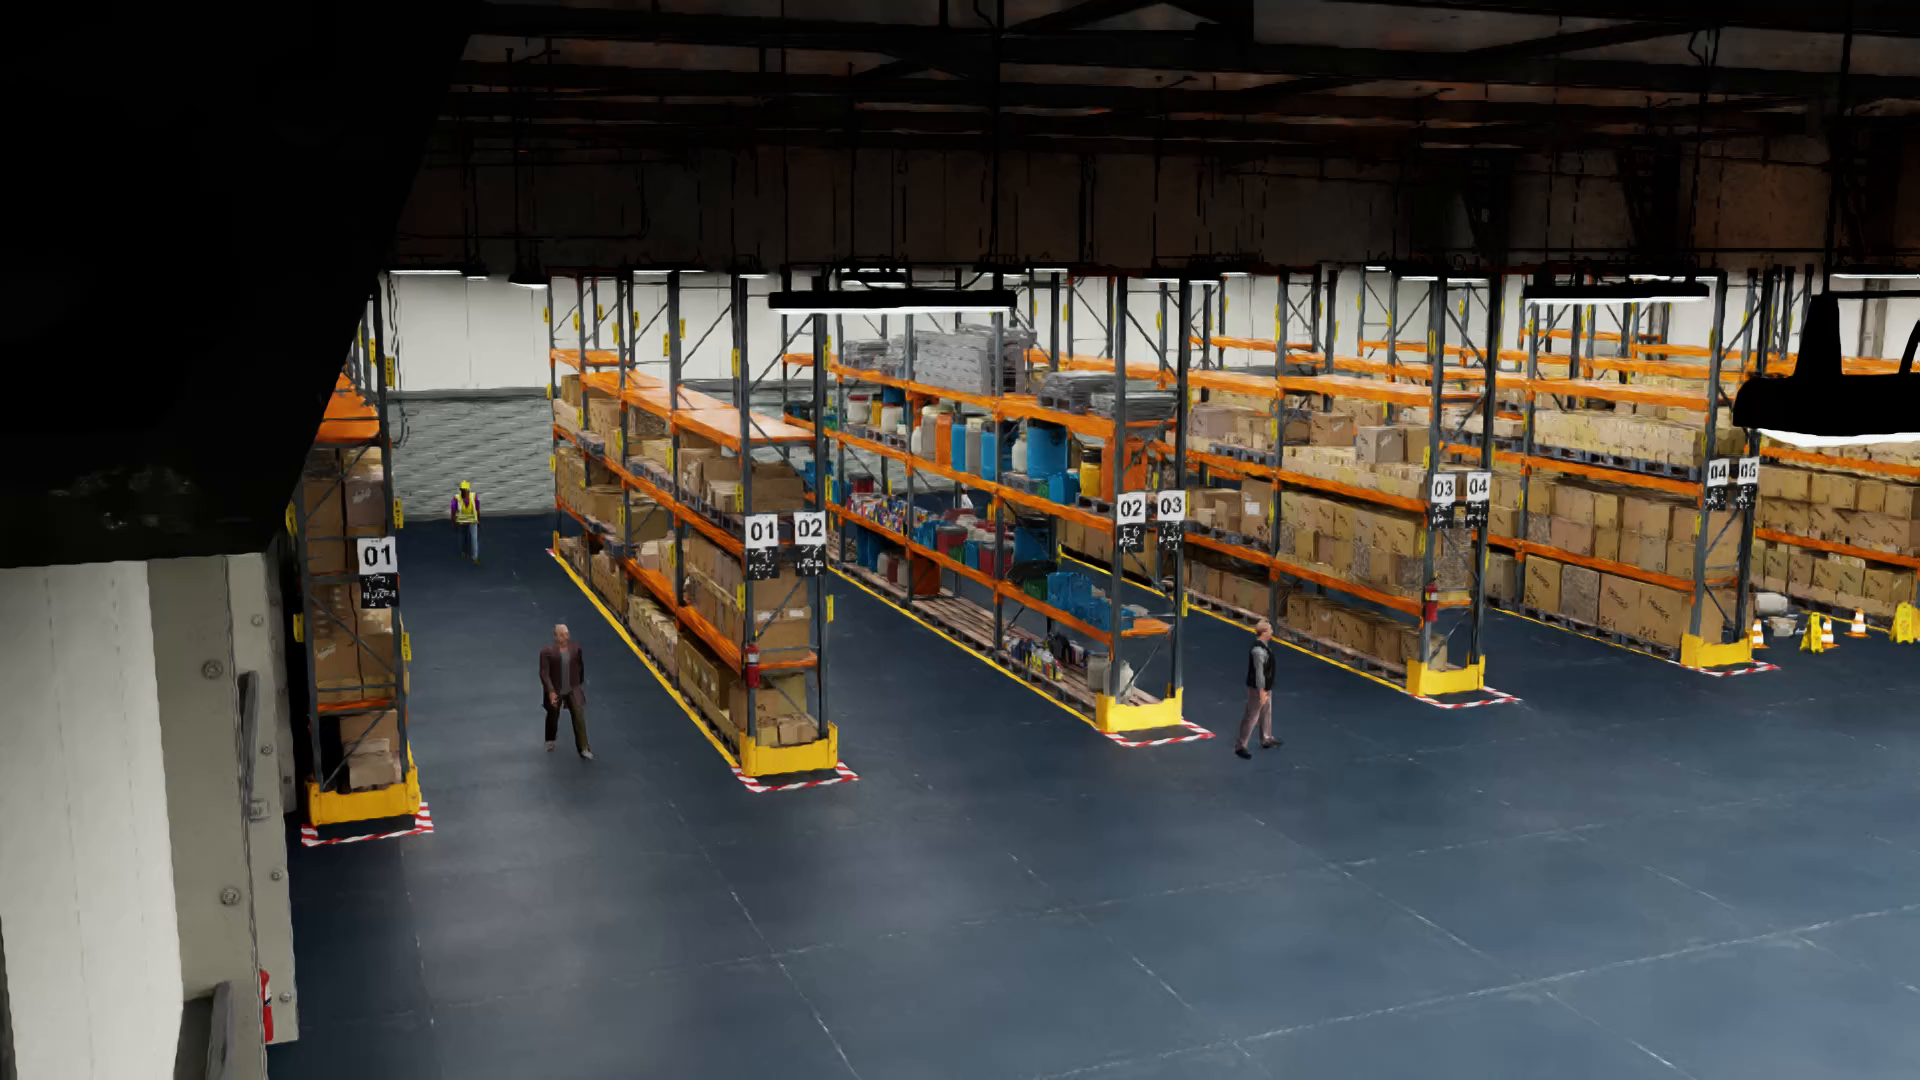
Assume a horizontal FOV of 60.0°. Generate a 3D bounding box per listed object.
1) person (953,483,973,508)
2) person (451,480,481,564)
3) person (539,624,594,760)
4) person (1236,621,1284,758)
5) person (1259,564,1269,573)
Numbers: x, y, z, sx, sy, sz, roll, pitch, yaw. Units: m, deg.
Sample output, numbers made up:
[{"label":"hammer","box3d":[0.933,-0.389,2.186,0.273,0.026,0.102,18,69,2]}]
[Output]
[{"label":"person","box3d":[0.070,-0.325,33.653,0.463,1.668,0.578,-9,13,-40]},{"label":"person","box3d":[-10.066,-0.382,33.896,0.577,1.691,1.121,-3,10,-19]},{"label":"person","box3d":[-4.976,1.872,20.861,0.603,1.705,1.121,-5,11,-28]},{"label":"person","box3d":[3.806,1.852,21.021,0.563,1.709,0.709,3,10,15]},{"label":"person","box3d":[5.998,-0.034,32.021,0.573,1.646,0.448,9,14,43]}]
